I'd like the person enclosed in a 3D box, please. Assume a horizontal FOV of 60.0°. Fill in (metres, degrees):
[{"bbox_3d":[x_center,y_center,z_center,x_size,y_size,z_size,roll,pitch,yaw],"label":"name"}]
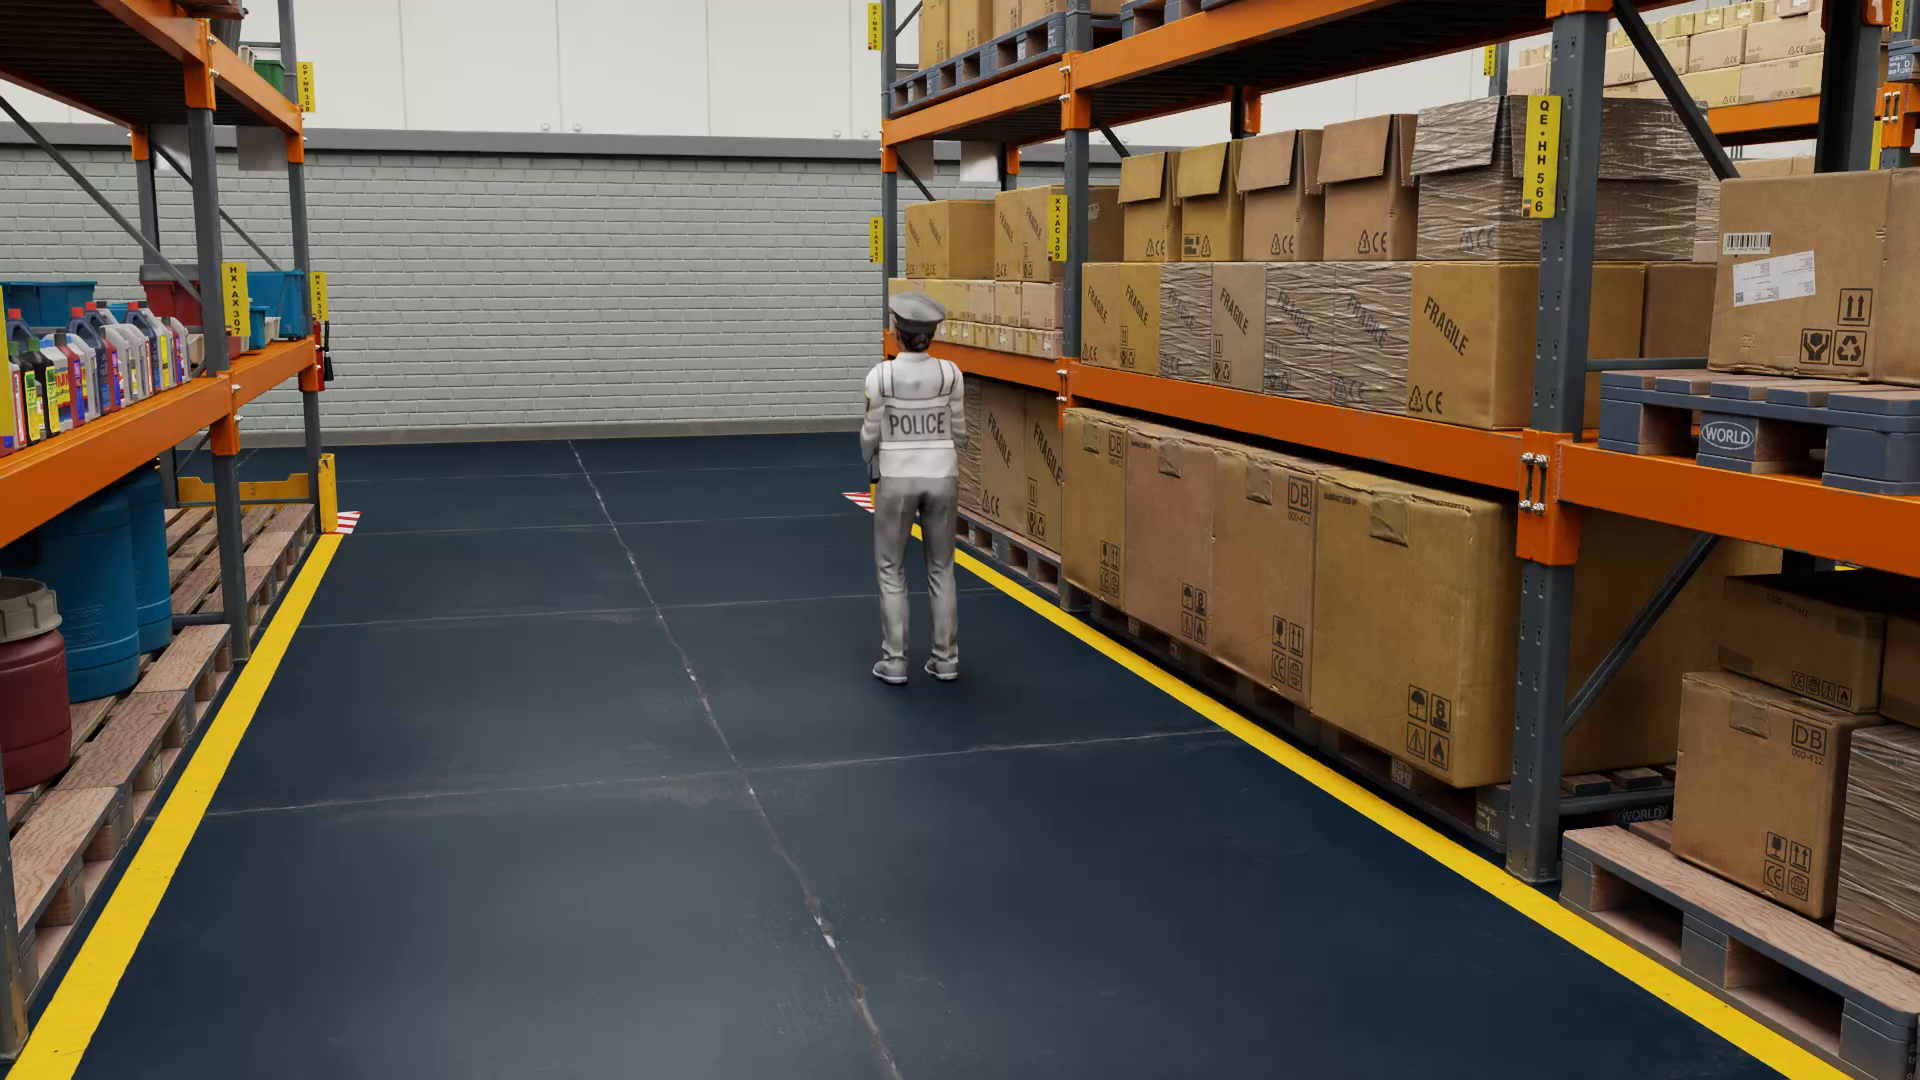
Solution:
[{"bbox_3d":[-0.206,-0.235,7.227,0.459,1.684,0.558,-2,10,-13],"label":"person"}]
